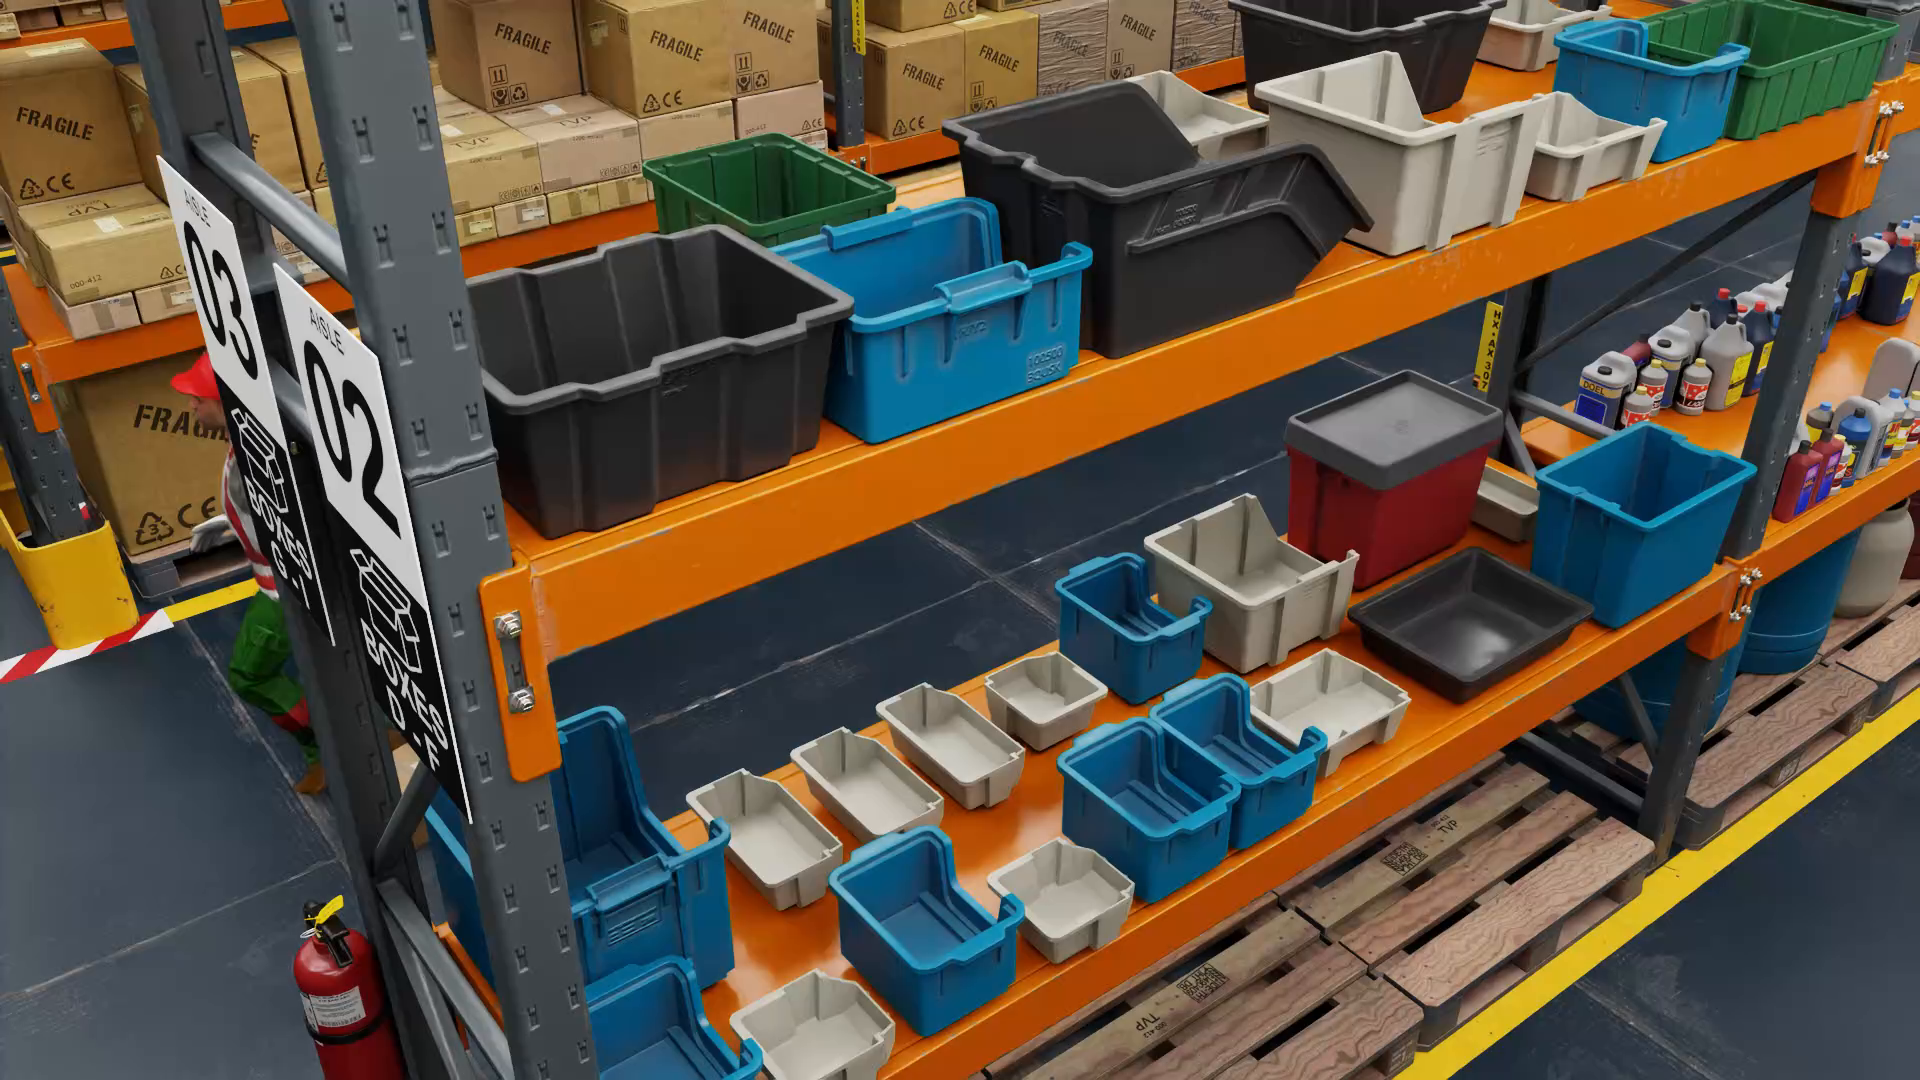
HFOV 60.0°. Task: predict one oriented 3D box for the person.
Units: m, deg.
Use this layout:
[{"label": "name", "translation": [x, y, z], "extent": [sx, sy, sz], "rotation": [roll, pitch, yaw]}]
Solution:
[{"label": "person", "translation": [-2.370, 0.150, 5.940], "extent": [0.800, 1.797, 0.713], "rotation": [-4, 32, -6]}]
